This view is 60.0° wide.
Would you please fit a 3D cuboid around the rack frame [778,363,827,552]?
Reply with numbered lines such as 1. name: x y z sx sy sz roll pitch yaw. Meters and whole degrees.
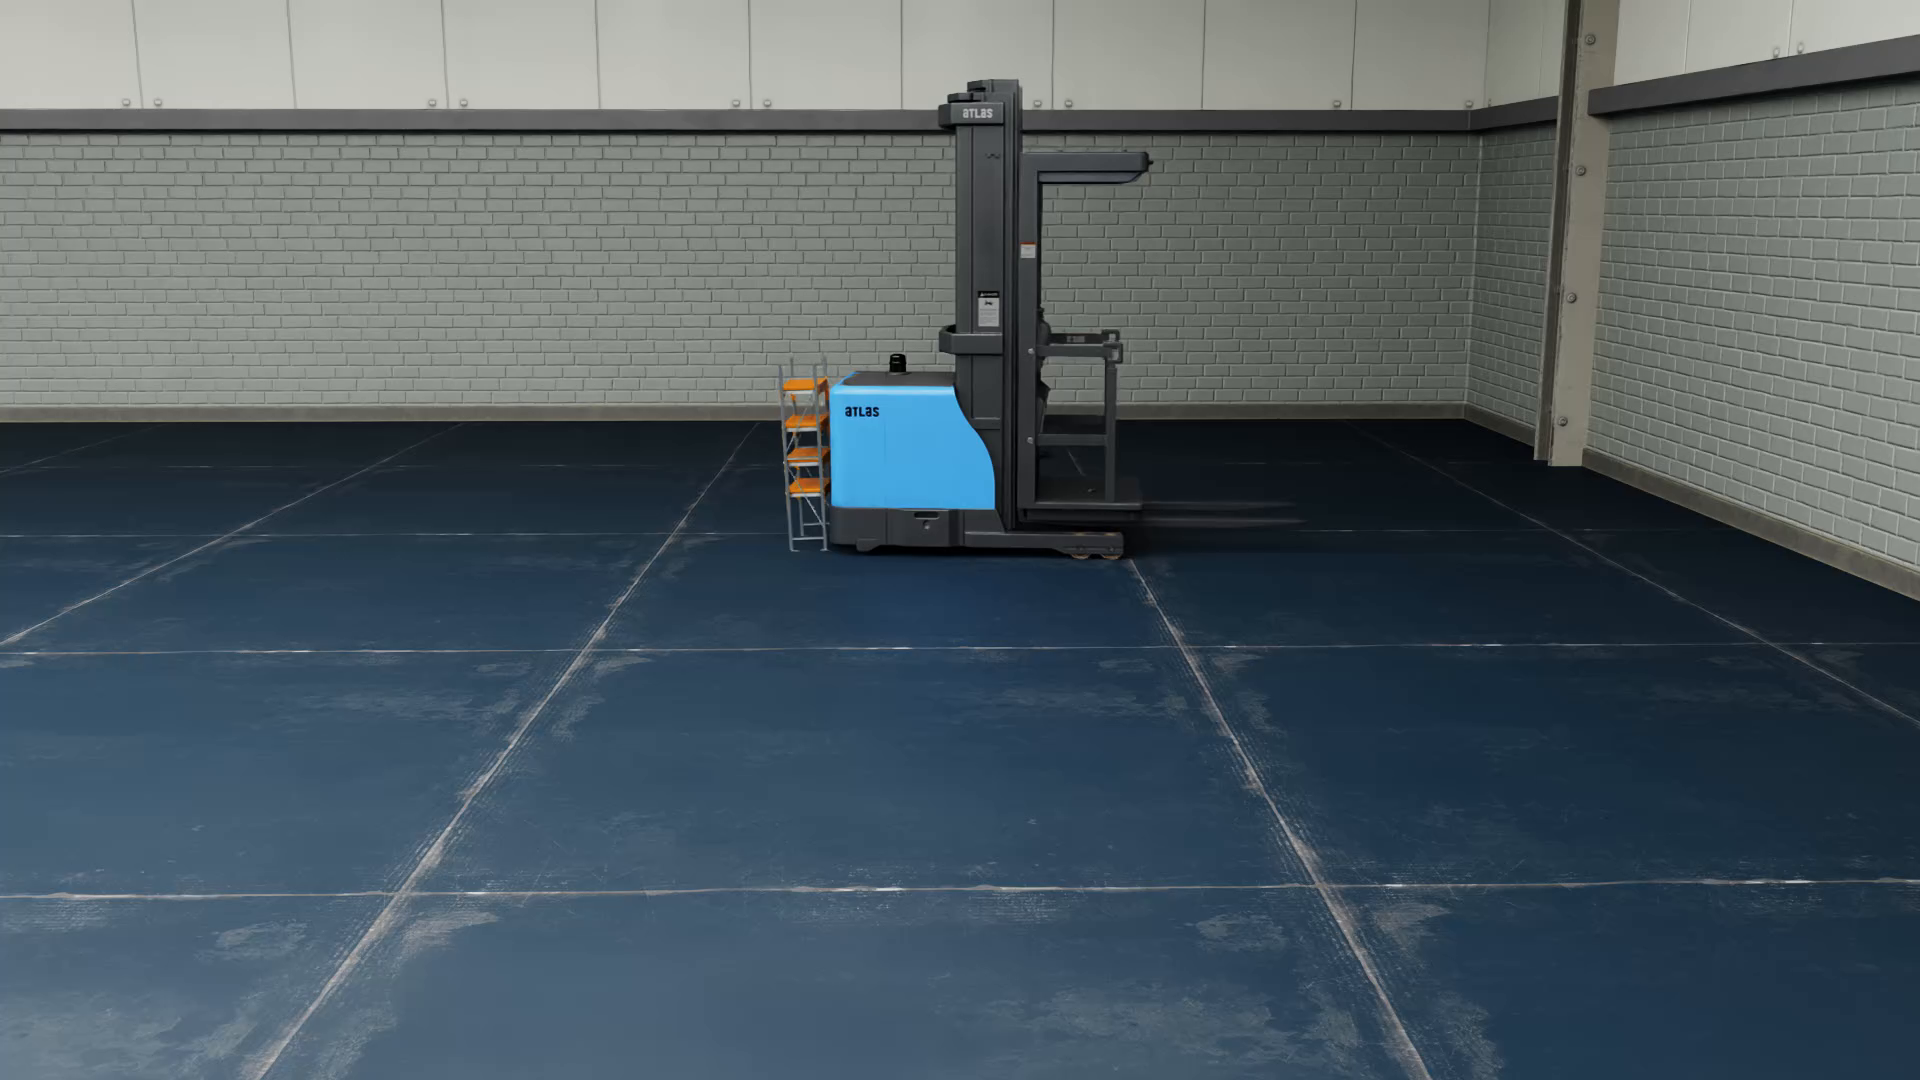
1. rack frame: -0.997 -0.518 10.567 0.240 1.200 0.015 -2 11 3

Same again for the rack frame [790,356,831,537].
1. rack frame: -0.973 -0.615 11.045 0.240 1.200 0.015 -2 11 3

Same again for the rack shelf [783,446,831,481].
1. rack shelf: -0.982 -0.501 10.819 0.258 0.148 0.480 -2 11 3

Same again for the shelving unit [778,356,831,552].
1. shelving unit: -0.985 -0.567 10.806 0.258 1.200 0.503 -2 11 3

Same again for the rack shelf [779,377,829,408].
1. rack shelf: -1.002 -0.952 10.729 0.258 0.148 0.480 -2 11 3

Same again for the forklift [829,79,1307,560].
1. forklift: 0.709 -1.420 10.687 3.031 2.935 1.130 1 11 4

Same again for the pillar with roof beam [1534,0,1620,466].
1. pillar with roof beam: 0.871 -5.063 13.380 9.100 9.000 0.400 0 11 -1

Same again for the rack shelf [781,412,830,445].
1. rack shelf: -0.992 -0.720 10.775 0.258 0.148 0.480 -2 11 3

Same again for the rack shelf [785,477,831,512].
1. rack shelf: -0.974 -0.306 10.858 0.258 0.148 0.480 -2 11 3
